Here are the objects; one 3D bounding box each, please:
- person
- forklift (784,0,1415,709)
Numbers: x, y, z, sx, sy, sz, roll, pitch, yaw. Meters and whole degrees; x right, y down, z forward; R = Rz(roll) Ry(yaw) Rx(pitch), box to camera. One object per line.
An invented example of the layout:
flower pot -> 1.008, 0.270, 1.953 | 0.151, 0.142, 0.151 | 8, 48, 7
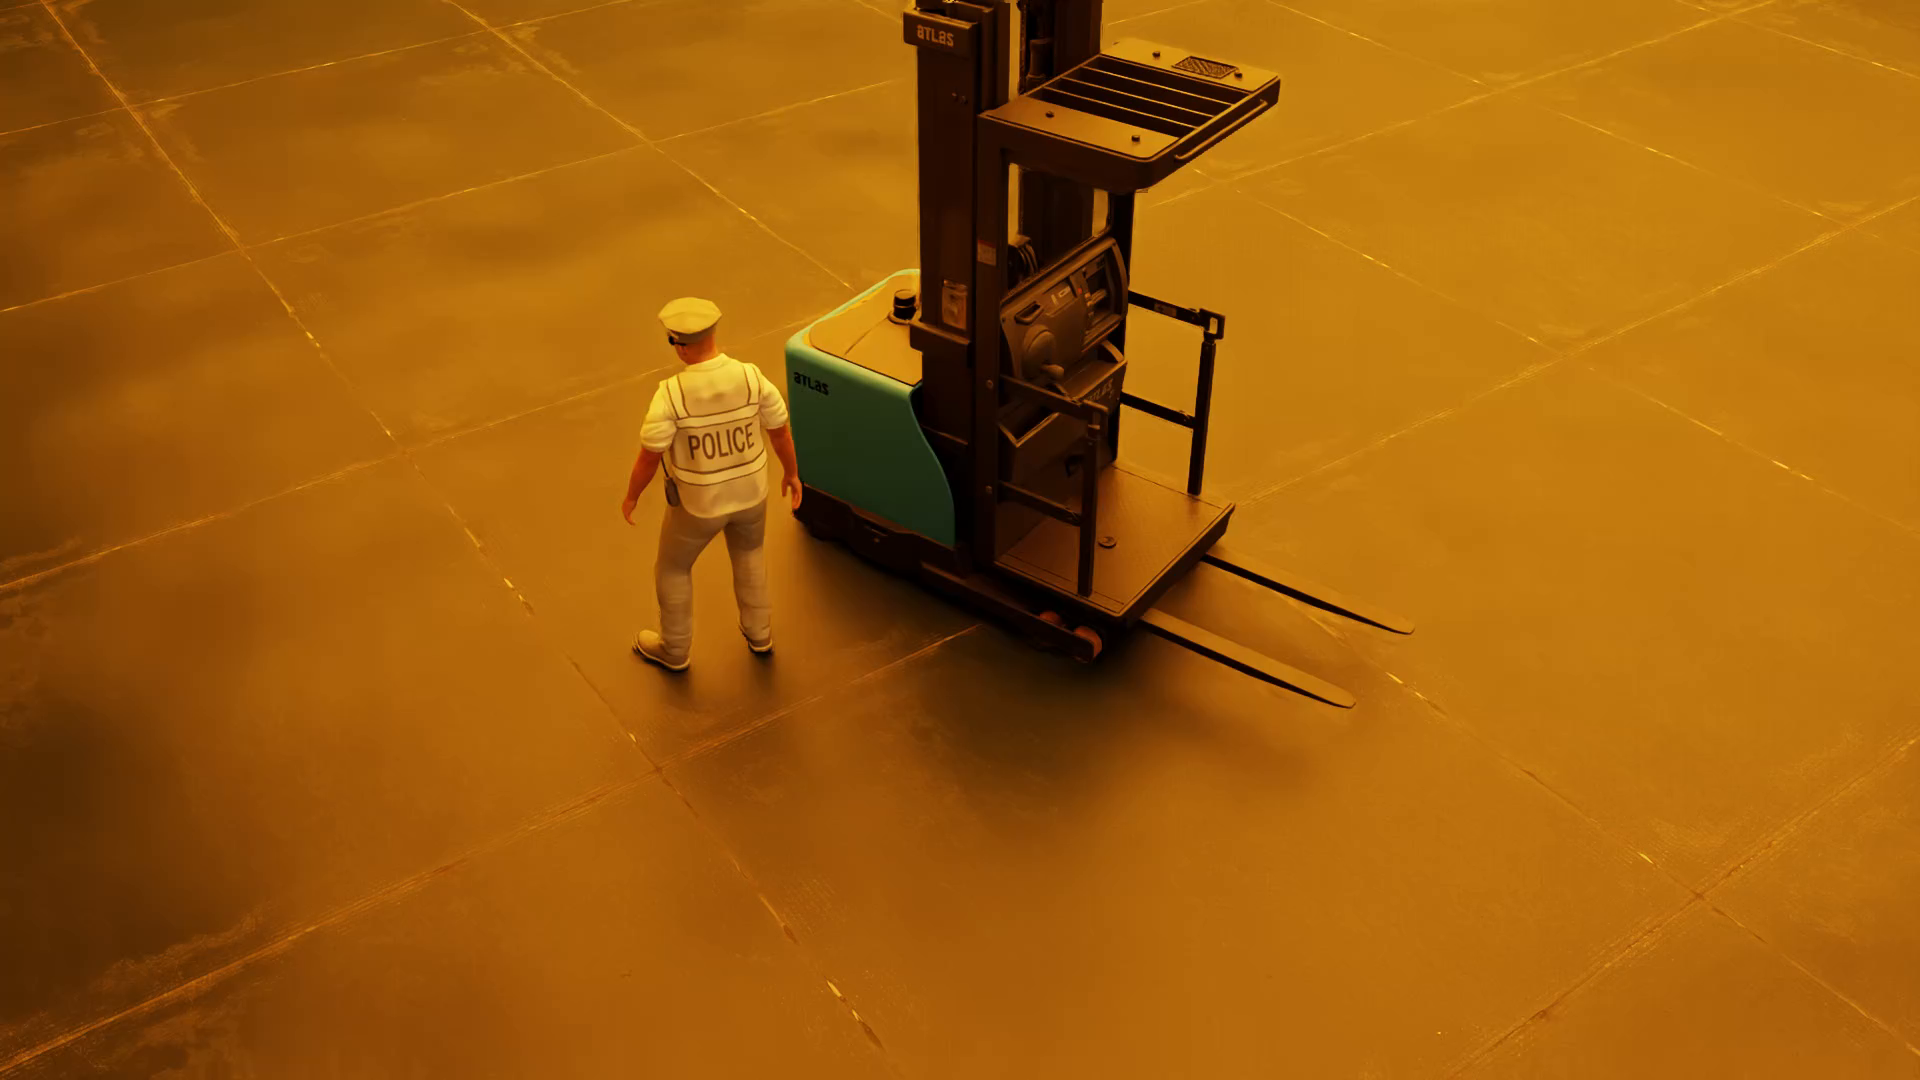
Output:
person -> -1.079, -0.223, 7.262 | 0.793, 1.722, 0.421 | -18, 40, -23
forklift -> 0.636, -0.975, 7.263 | 3.031, 2.935, 1.130 | 23, 42, 28
